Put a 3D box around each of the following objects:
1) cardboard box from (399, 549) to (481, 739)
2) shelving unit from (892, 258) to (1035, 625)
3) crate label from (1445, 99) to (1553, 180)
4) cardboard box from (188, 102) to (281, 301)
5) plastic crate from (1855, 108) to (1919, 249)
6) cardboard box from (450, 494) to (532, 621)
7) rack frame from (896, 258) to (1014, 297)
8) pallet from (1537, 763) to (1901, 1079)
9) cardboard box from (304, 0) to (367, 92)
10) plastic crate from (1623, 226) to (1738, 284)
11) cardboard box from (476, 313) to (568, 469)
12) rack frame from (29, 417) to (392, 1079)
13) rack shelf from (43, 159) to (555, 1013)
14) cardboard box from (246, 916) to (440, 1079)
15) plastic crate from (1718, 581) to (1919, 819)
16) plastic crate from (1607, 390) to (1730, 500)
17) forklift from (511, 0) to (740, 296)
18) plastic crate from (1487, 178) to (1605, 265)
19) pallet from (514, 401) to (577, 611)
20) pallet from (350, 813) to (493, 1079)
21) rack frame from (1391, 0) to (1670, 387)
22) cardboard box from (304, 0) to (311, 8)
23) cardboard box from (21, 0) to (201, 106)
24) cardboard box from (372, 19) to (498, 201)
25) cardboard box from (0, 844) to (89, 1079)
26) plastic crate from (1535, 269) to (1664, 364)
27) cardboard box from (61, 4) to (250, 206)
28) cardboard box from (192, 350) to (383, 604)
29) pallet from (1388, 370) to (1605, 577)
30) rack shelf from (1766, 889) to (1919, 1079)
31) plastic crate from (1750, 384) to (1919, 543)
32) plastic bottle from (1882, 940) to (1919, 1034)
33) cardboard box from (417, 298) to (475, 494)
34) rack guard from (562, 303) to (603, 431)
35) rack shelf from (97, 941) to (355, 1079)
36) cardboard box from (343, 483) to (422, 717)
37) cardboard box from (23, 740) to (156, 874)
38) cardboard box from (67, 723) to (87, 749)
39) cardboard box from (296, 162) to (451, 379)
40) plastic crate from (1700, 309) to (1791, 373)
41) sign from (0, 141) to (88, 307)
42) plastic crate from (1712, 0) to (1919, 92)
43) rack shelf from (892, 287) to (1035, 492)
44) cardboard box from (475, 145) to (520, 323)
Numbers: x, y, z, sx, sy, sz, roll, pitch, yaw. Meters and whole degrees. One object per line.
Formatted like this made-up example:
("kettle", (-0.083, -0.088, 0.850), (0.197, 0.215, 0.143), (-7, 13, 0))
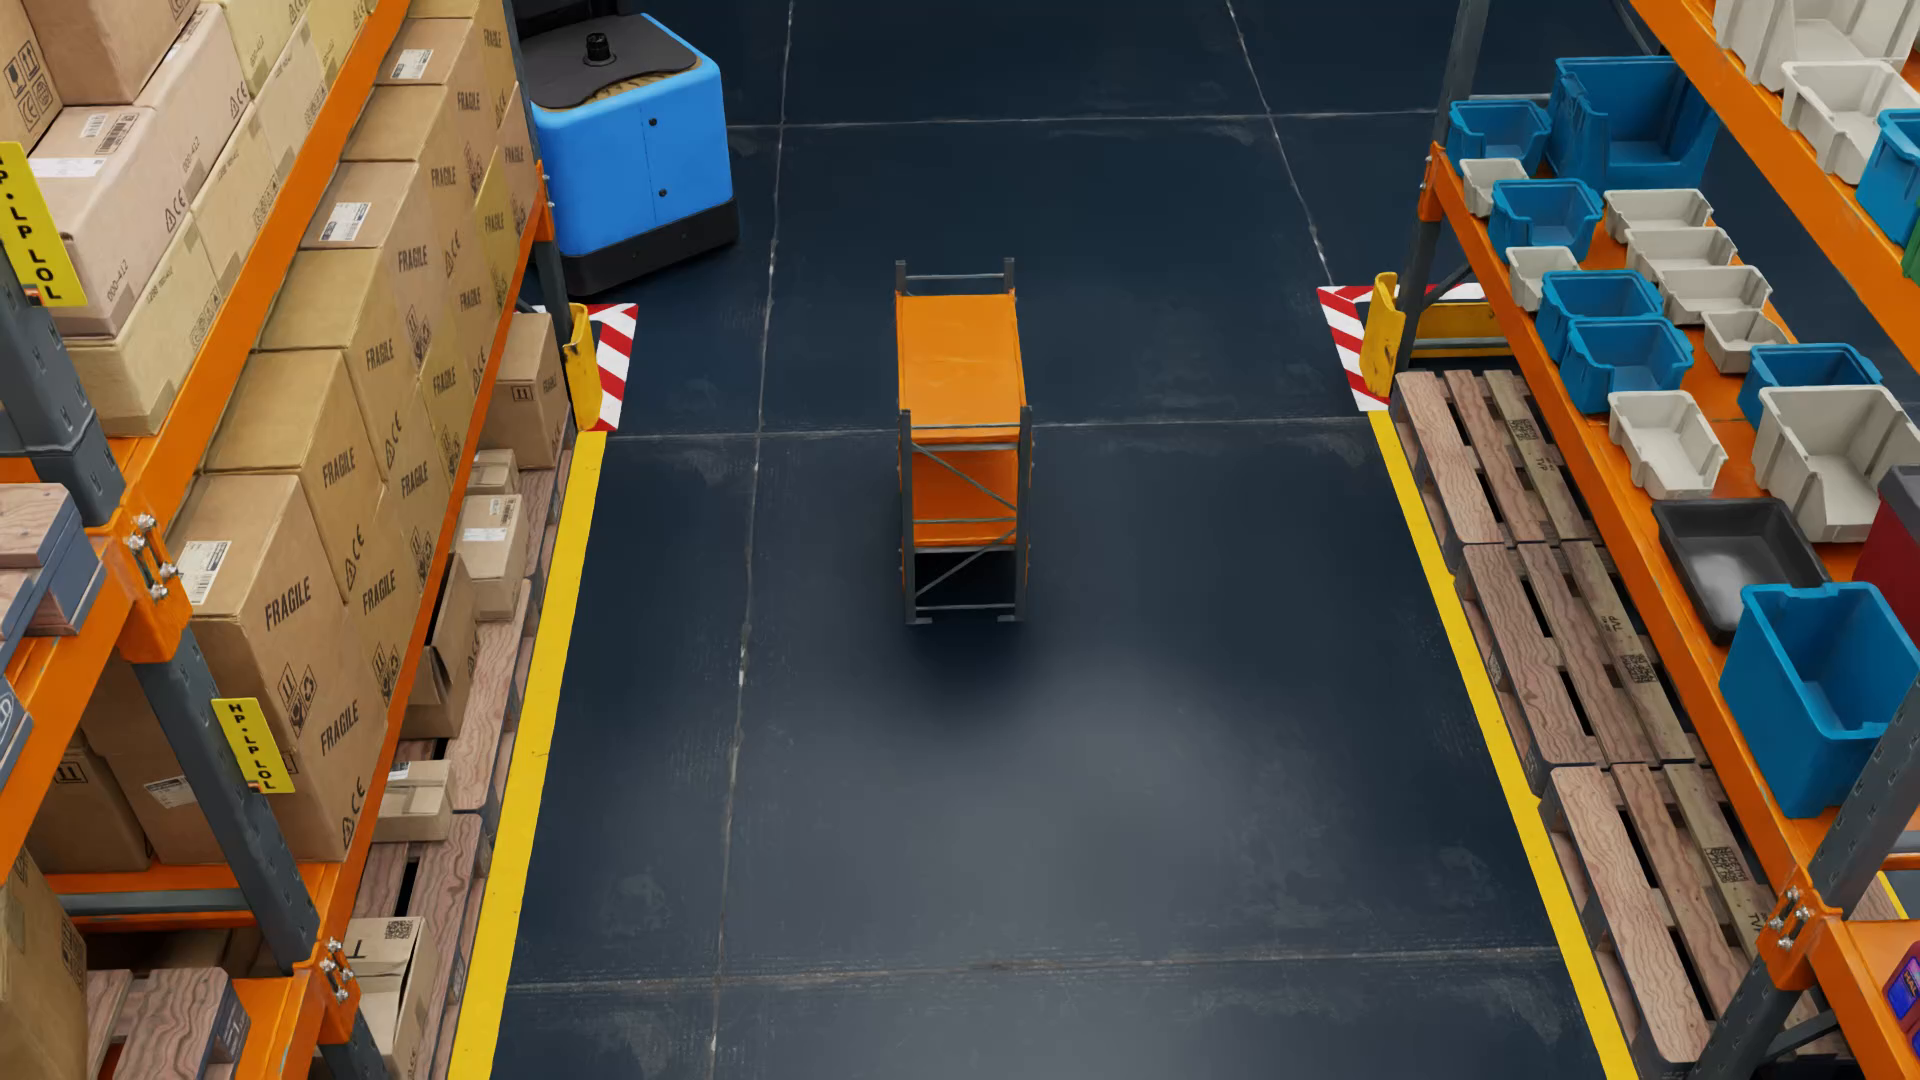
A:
("cardboard box", (-2.255, 0.409, 6.256), (0.797, 0.503, 0.637), (-2, 43, -2))
("shelving unit", (0.000, -0.419, 7.025), (0.538, 1.125, 1.048), (-2, 43, -2))
("crate label", (2.291, -1.705, 7.120), (0.416, 0.233, 0.303), (-2, 43, -2))
("cardboard box", (-1.961, -0.804, 3.948), (0.500, 0.250, 0.500), (-2, 43, -2))
("plastic crate", (2.421, -0.870, 4.033), (0.416, 0.233, 0.300), (-2, 43, -2))
("cardboard box", (-2.060, 0.072, 6.810), (0.500, 0.250, 0.500), (-2, 43, -2))
("rack frame", (-0.022, -0.762, 7.399), (0.500, 1.125, 0.032), (-2, 43, -2))
("pallet", (2.709, 1.312, 5.812), (1.003, 0.211, 1.213), (-2, 43, -2))
("cardboard box", (-2.005, -1.479, 4.685), (0.500, 0.250, 0.500), (-2, 43, -2))
("plastic crate", (2.822, -1.104, 6.535), (0.396, 0.136, 0.243), (-2, 43, -2))
("cardboard box", (-2.071, -0.662, 7.426), (0.500, 0.500, 0.500), (-2, 43, -2))
("rack frame", (-2.170, 0.919, 4.177), (1.000, 3.000, 0.127), (-2, 43, -2))
("rack shelf", (-2.255, -0.166, 5.893), (1.077, 0.370, 4.000), (-2, 43, -2))
("cardboard box", (-1.972, 1.458, 5.253), (0.500, 0.311, 0.500), (-2, 43, -2))
("plastic crate", (2.418, 0.458, 4.648), (0.392, 0.384, 0.575), (-2, 43, -2))
("plastic crate", (2.405, -0.312, 5.671), (0.293, 0.136, 0.466), (-2, 43, -2))
("forklift", (-2.500, -3.299, 8.830), (1.130, 2.935, 3.031), (-27, 49, -27))
("plastic crate", (2.319, -1.261, 6.635), (0.416, 0.233, 0.300), (-2, 43, -2))
("pallet", (-2.302, -0.164, 7.422), (1.003, 0.211, 1.213), (-2, 43, -2))
("pallet", (-2.198, 1.483, 5.625), (1.003, 0.211, 1.213), (-2, 43, -2))
("rack frame", (2.609, -1.921, 7.275), (1.000, 3.000, 0.127), (-2, 43, -2))
("cardboard box", (-1.997, -1.664, 4.516), (0.500, 0.250, 0.500), (-2, 43, -2))
("cardboard box", (-2.108, -1.261, 3.522), (0.700, 0.500, 0.500), (-2, 43, -2))
("cardboard box", (-2.024, -1.553, 6.060), (0.500, 0.500, 0.500), (-1, 43, -1))
("cardboard box", (-2.373, 1.054, 3.646), (0.700, 0.500, 0.500), (-15, 45, -16))
("plastic crate", (2.347, -0.816, 6.150), (0.416, 0.233, 0.300), (-2, 43, -2))
("cardboard box", (-1.966, -0.989, 3.779), (0.500, 0.250, 0.500), (-2, 43, -2))
("cardboard box", (-1.931, -0.161, 4.541), (0.500, 0.500, 0.500), (-3, 43, -3))
("pallet", (2.605, -0.335, 7.609), (1.003, 0.211, 1.213), (-2, 43, -2))
("rack shelf", (2.864, 2.395, 3.099), (1.077, 0.370, 4.000), (-2, 43, -2))
("plastic crate", (2.898, -0.235, 5.480), (0.437, 0.282, 0.530), (-2, 43, -2))
("plastic bottle", (2.368, 1.082, 4.085), (0.061, 0.283, 0.133), (-2, 43, -2))
("cardboard box", (-1.987, -0.496, 5.647), (0.500, 0.500, 0.500), (-2, 43, -2))
("rack guard", (-2.337, -0.809, 7.912), (1.175, 0.500, 0.348), (-2, 43, -2))
("rack shelf", (-2.085, 2.534, 2.947), (1.077, 0.370, 4.000), (-2, 43, -2))
("cardboard box", (-1.944, 0.185, 4.904), (0.500, 0.500, 0.500), (-1, 43, -1))
("cardboard box", (-2.448, 0.552, 4.503), (0.500, 0.500, 0.500), (-1, 43, -1))
("cardboard box", (-2.450, 0.180, 4.170), (0.500, 0.500, 0.500), (-1, 43, -2))
("cardboard box", (-1.976, -0.857, 5.300), (0.500, 0.500, 0.500), (0, 43, 0))
("plastic crate", (2.890, -0.718, 6.114), (0.298, 0.136, 0.250), (-2, 43, -2))
("sign", (-1.616, -0.541, 2.876), (0.100, 0.325, 0.005), (-2, 43, -2))
("plastic crate", (2.395, -1.478, 4.660), (0.437, 0.282, 0.530), (-2, 43, -2))
("rack shelf", (0.000, -0.635, 6.827), (0.538, 0.278, 1.000), (-2, 43, -2))
("cardboard box", (-2.023, -1.173, 6.386), (0.500, 0.500, 0.500), (-1, 43, -1))
